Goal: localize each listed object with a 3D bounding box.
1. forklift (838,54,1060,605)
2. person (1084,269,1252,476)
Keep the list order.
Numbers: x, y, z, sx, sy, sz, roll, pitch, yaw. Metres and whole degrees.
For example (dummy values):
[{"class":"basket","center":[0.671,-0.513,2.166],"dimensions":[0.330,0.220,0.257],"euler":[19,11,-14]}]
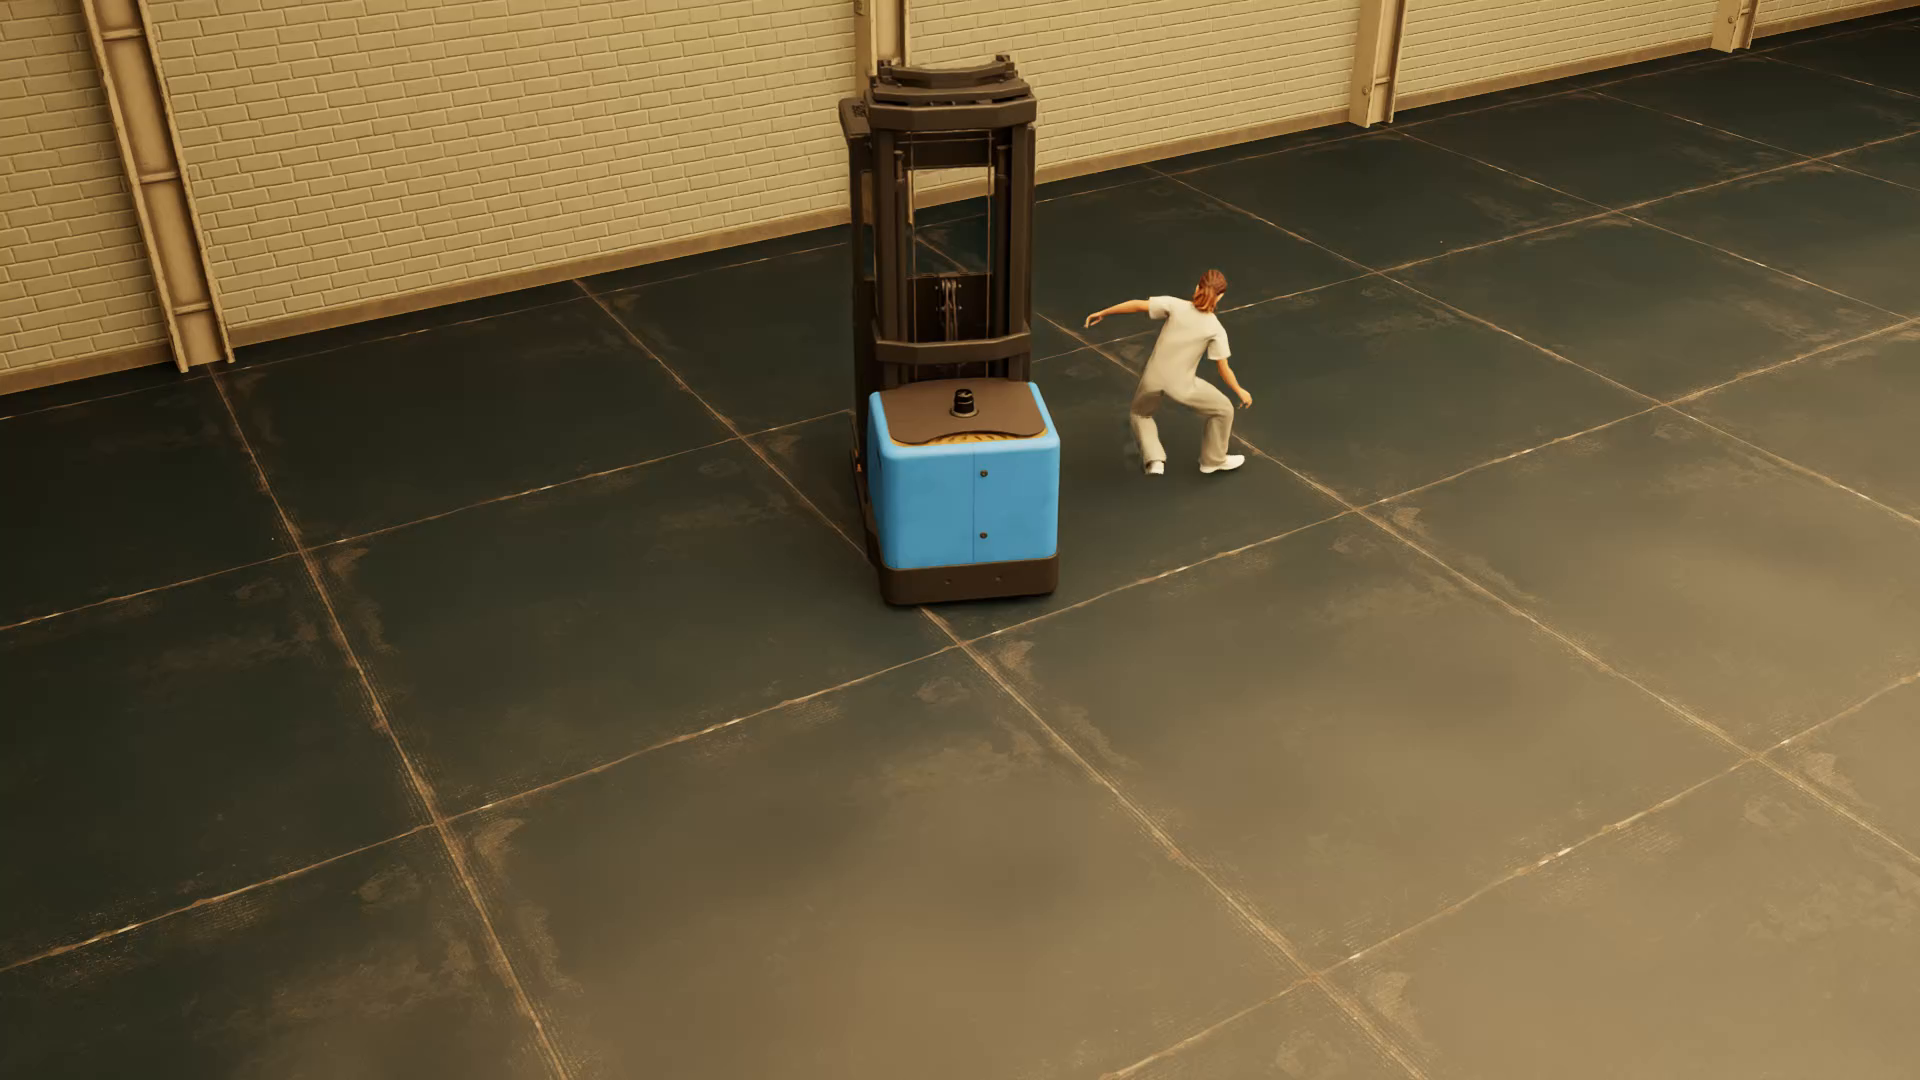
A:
[{"class":"forklift","center":[-0.141,-1.617,10.348],"dimensions":[1.130,2.935,3.031],"euler":[-4,31,-7]},{"class":"person","center":[1.364,-1.060,10.863],"dimensions":[1.063,1.448,0.705],"euler":[15,34,24]}]
